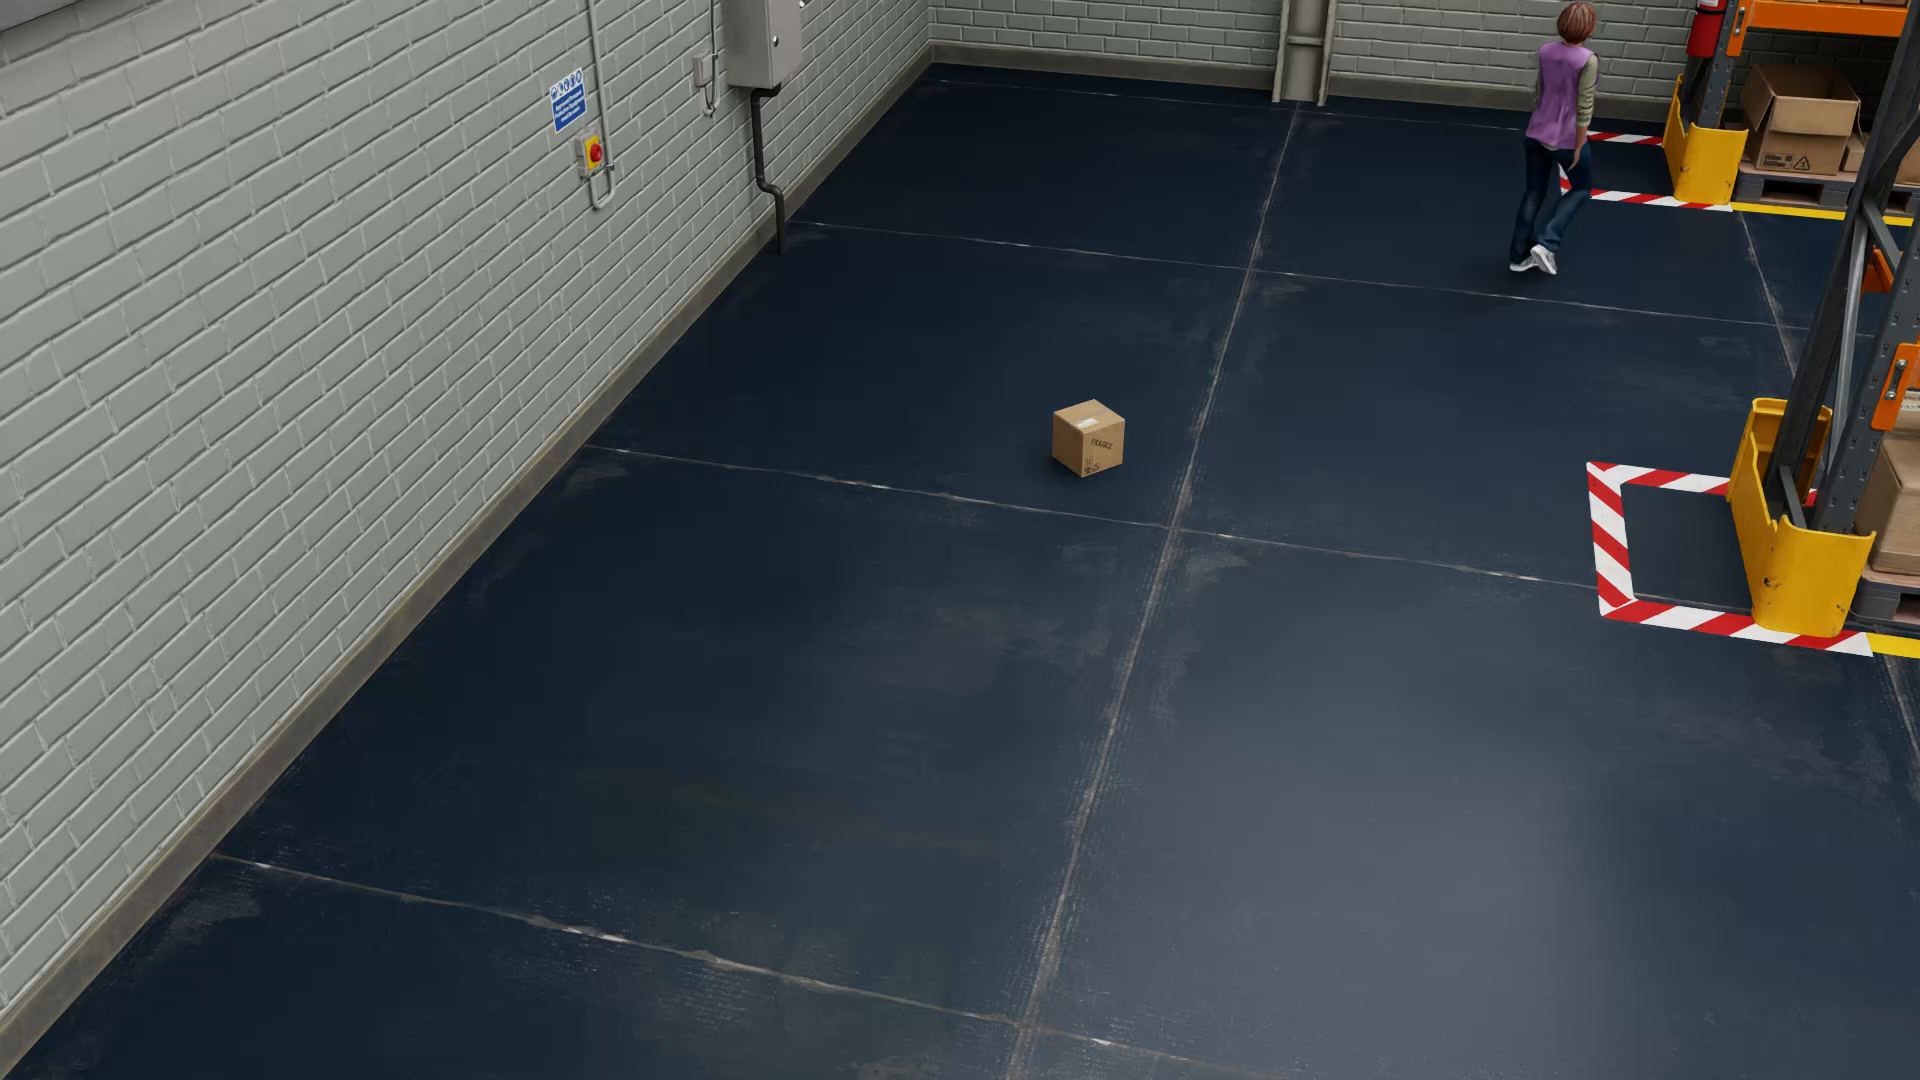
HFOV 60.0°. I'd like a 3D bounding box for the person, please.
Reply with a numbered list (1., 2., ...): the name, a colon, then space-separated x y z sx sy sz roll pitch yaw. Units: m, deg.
1. person: 3.471 -2.317 9.632 0.408 1.593 0.418 -25 41 -32
